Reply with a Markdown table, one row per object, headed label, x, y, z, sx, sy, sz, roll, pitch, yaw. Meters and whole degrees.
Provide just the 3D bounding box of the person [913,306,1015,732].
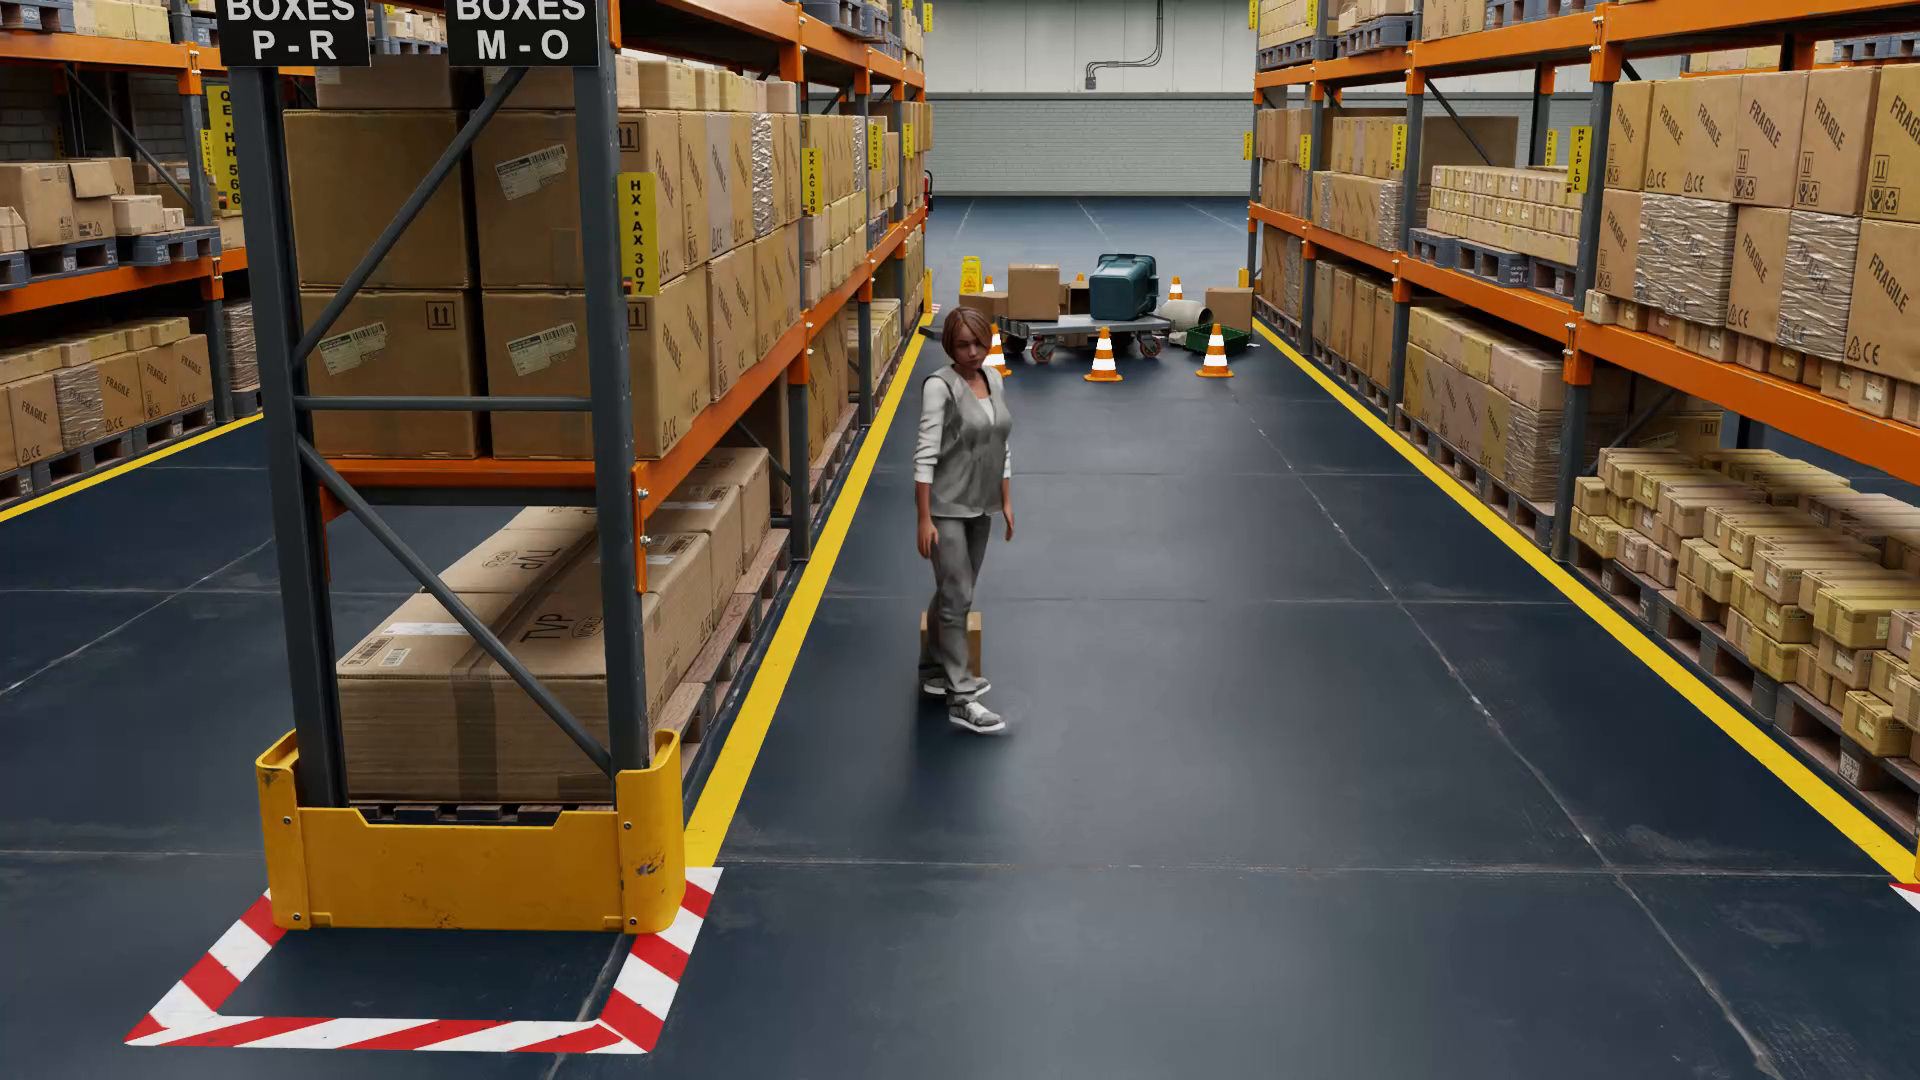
| label | x | y | z | sx | sy | sz | roll | pitch | yaw |
| --- | --- | --- | --- | --- | --- | --- | --- | --- | --- |
| person | 0.019 | -0.096 | 6.319 | 0.545 | 1.584 | 0.496 | 11 | 18 | 36 |
